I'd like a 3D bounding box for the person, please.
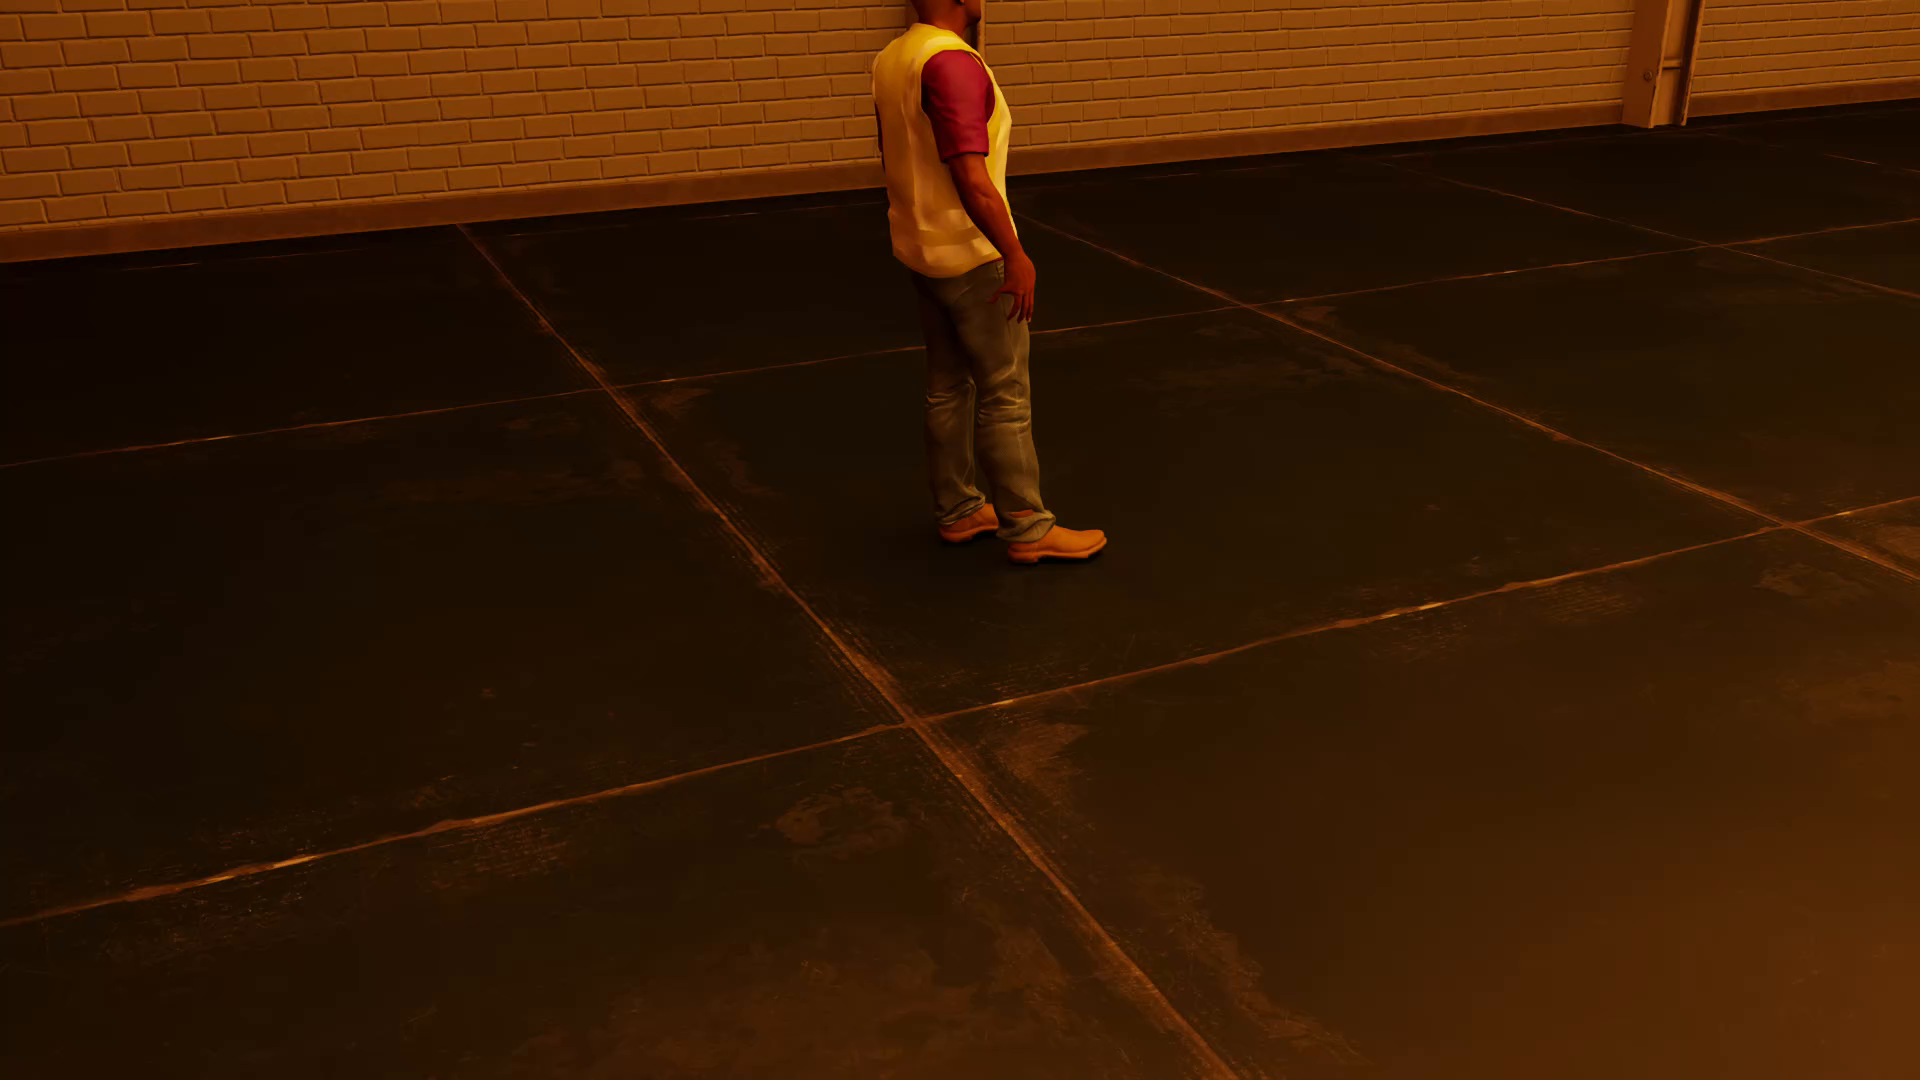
[{"bbox_3d":[0.065,-0.832,4.787,0.577,1.765,0.665,-10,25,-23],"label":"person"}]
